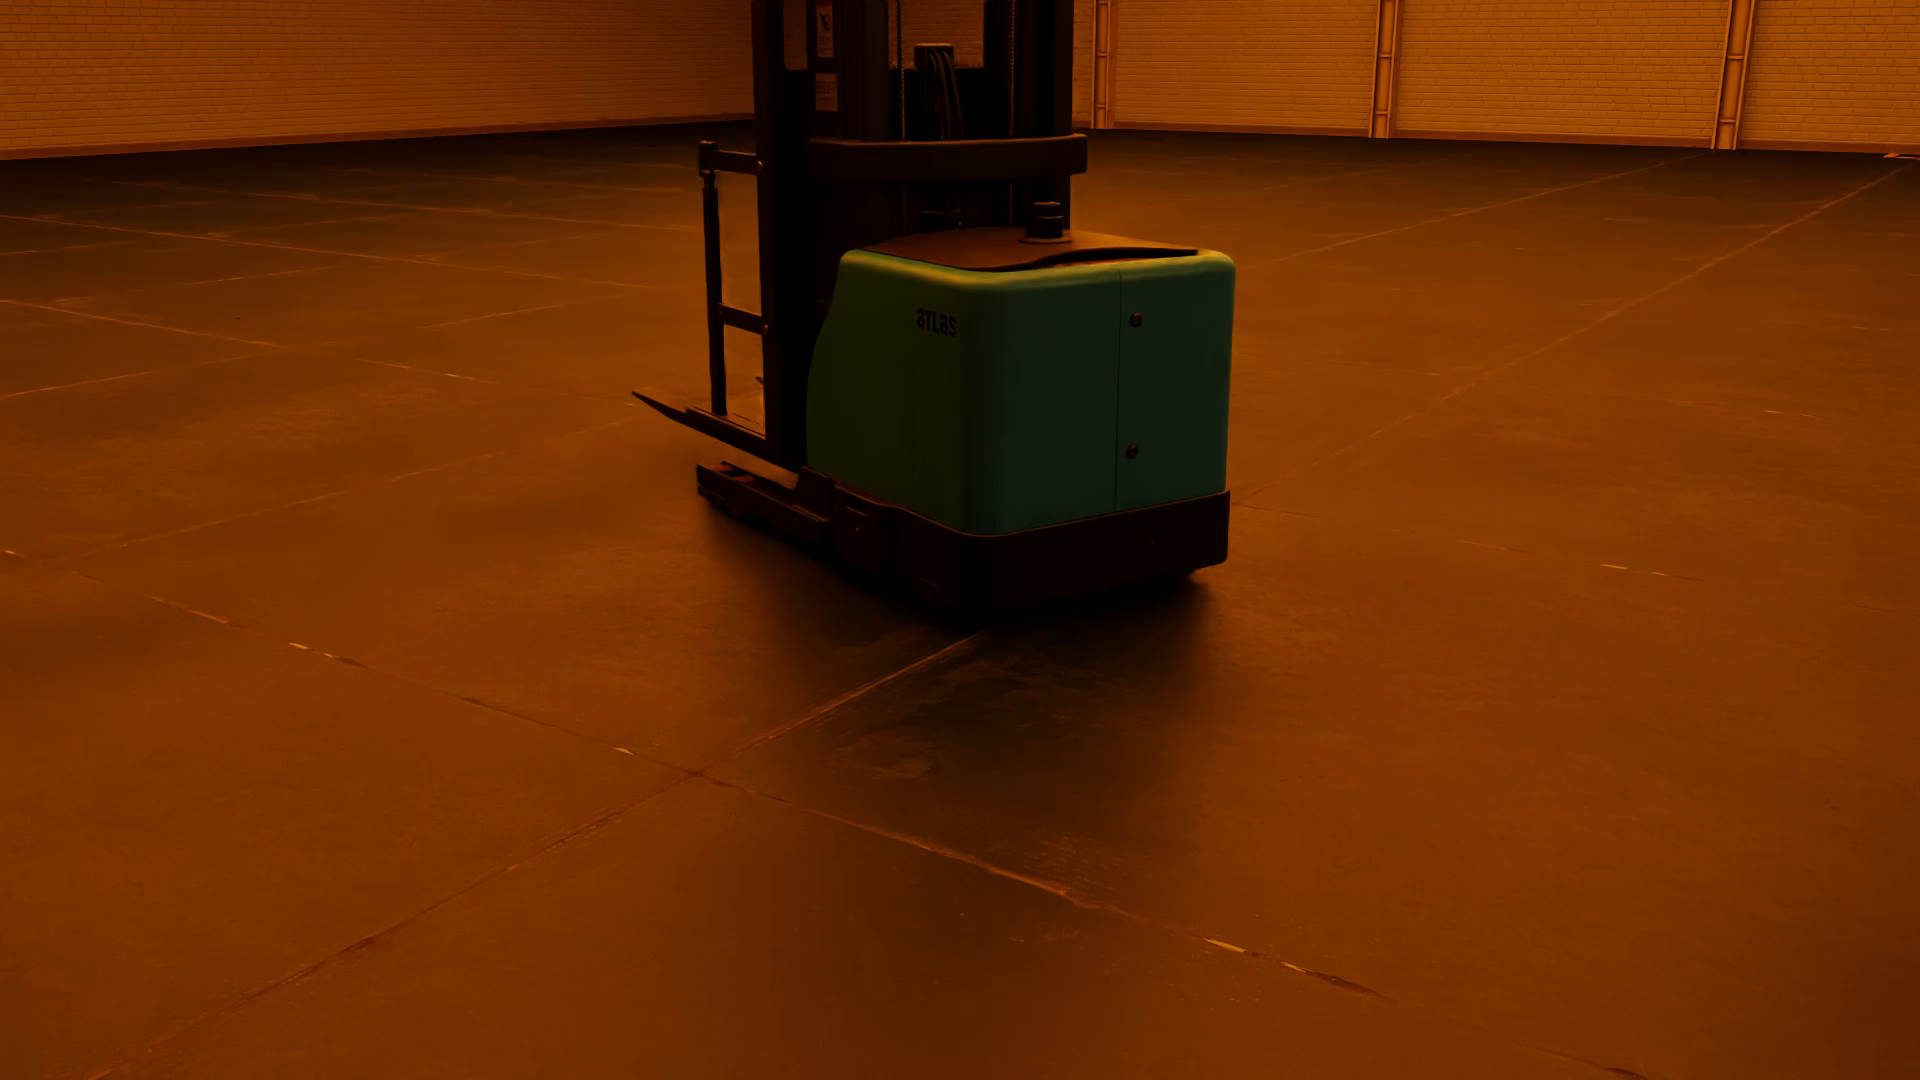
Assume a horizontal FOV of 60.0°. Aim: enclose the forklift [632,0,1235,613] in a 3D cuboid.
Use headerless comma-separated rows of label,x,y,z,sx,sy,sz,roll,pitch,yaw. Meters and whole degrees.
forklift,-0.350,-1.549,6.014,1.130,2.935,3.031,-11,20,-32
